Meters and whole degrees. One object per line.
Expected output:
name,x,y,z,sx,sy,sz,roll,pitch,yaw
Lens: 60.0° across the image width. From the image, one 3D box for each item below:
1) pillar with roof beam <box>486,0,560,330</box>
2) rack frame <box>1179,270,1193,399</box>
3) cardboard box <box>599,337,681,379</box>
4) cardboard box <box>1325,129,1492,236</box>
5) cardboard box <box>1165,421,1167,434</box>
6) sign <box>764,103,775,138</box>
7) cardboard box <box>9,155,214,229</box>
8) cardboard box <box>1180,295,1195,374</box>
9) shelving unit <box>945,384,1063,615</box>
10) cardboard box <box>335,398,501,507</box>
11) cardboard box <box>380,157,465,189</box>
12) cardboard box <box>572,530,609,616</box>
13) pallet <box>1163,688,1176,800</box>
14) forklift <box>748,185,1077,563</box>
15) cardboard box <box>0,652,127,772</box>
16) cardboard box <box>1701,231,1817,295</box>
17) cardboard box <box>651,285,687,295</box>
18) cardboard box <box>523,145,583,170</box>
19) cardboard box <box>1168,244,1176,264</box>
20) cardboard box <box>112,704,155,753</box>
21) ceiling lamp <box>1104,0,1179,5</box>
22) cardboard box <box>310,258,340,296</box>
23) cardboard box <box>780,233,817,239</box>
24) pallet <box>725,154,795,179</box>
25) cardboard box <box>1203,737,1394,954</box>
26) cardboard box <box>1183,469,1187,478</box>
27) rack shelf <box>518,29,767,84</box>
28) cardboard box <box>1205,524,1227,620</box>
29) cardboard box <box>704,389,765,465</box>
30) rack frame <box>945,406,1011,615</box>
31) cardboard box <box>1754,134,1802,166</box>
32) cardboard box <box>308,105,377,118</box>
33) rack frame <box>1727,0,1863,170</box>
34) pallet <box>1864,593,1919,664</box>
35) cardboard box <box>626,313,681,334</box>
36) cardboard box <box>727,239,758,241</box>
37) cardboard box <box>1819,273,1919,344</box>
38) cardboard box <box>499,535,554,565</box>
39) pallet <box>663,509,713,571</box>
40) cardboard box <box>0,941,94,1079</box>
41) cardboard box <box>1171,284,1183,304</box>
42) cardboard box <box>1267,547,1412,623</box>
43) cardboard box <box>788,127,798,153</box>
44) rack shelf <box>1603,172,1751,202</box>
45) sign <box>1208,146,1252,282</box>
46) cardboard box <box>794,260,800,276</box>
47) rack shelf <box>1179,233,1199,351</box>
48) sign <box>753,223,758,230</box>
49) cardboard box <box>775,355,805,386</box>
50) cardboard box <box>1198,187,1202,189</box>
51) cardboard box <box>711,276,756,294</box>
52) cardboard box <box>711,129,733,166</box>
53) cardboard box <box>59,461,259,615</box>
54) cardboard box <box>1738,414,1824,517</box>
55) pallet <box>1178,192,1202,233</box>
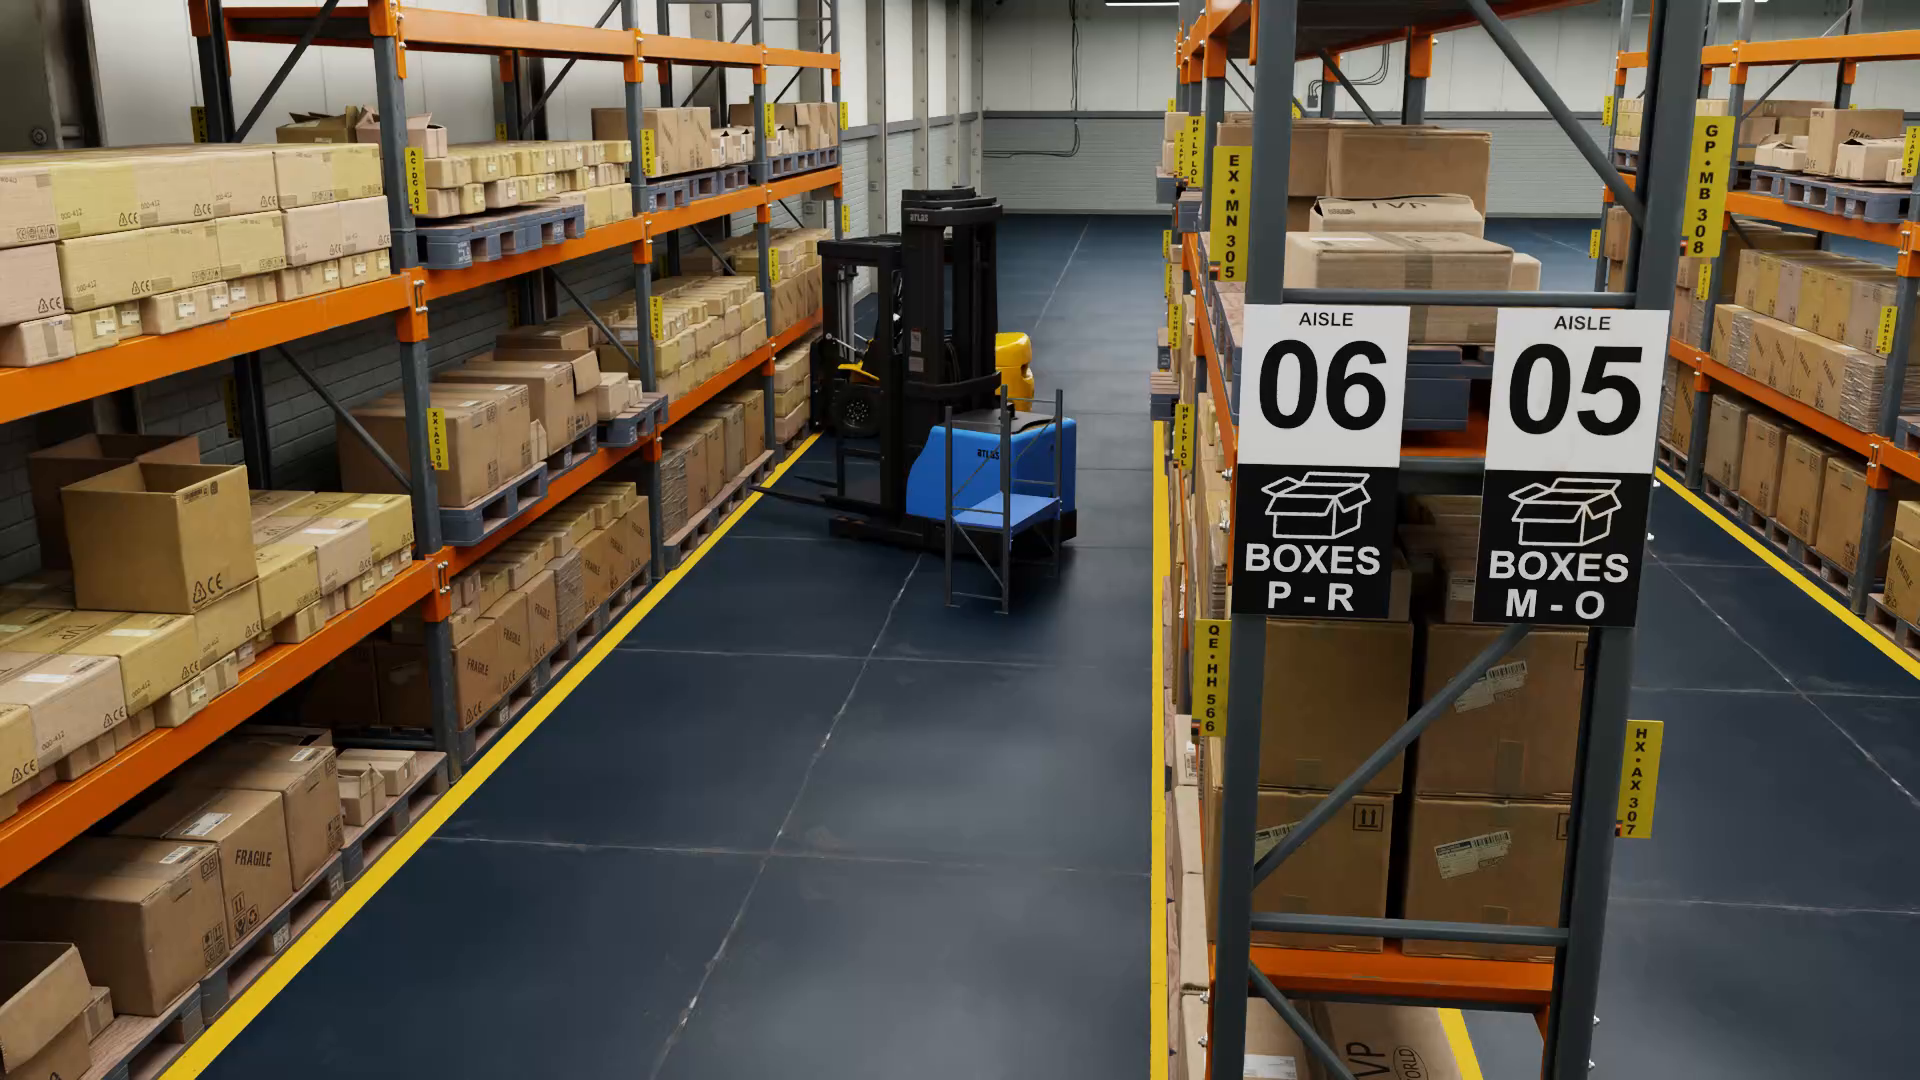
pillar with roof beam,0.702,-4.295,12.805,9.100,9.000,0.400,2,15,6
rack frame,2.106,-1.016,12.171,1.000,3.000,0.127,2,15,6
cardboard box,-2.509,-1.437,13.059,0.500,0.250,0.500,2,15,6
cardboard box,1.580,-1.206,5.943,0.500,0.500,0.500,2,15,7
cardboard box,2.407,-1.228,17.420,0.500,0.250,0.500,1,15,5
sign,-1.835,-4.034,15.995,0.100,0.325,0.005,2,15,6
cardboard box,-3.263,-1.349,6.417,0.500,0.250,0.500,2,15,8
cardboard box,1.807,-1.426,11.581,0.500,0.500,0.500,1,15,4
shelving unit,0.338,-0.329,12.507,0.538,1.500,1.048,7,17,24
cardboard box,-3.001,-0.493,9.244,0.700,0.500,0.500,2,15,8
cardboard box,-2.808,-1.909,8.645,0.380,0.149,0.250,2,15,8
cardboard box,-2.784,0.224,11.570,0.500,0.500,0.500,2,15,9
pallet,1.667,1.166,9.447,1.003,0.211,1.213,2,15,6
forklift,-0.509,-1.512,14.139,3.031,2.935,1.130,11,19,35
cardboard box,-3.354,0.602,5.905,0.500,0.250,0.500,2,15,7
cardboard box,7.563,-2.622,15.755,0.875,0.550,0.550,2,15,6
cardboard box,-2.748,-2.275,15.395,0.380,0.149,0.250,2,15,6
cardboard box,-2.692,-2.504,10.881,0.380,0.149,0.250,1,15,5
cardboard box,2.679,-3.168,19.369,0.500,0.500,0.500,1,15,5
cardboard box,-3.328,0.689,6.349,0.380,0.149,0.250,2,15,7
ceiling lamp,4.770,-15.434,42.818,2.000,3.185,0.800,2,15,6
cardboard box,-3.095,-1.215,7.645,0.380,0.149,0.250,2,15,8
cardboard box,-1.856,-3.446,19.154,0.380,0.149,0.250,2,15,7
pallet,-2.305,-3.825,16.986,1.003,0.211,1.213,2,15,6
cardboard box,0.995,0.878,4.976,0.500,0.500,0.500,2,15,7
cardboard box,1.564,-0.533,9.716,0.500,0.250,0.500,2,15,8
rack shelf,-2.601,-4.035,13.990,1.077,0.370,4.000,2,15,6
cardboard box,1.051,0.260,5.347,0.500,0.500,0.500,2,15,6
cardboard box,-2.423,-1.119,16.299,0.875,0.625,0.625,2,15,9
rack frame,0.128,-0.209,12.060,0.500,1.500,0.032,7,17,24
cardboard box,7.171,-3.418,14.572,0.258,0.266,0.396,1,15,5
cardboard box,-3.315,-2.196,8.910,0.396,0.266,0.258,2,15,6
rack frame,7.487,-4.829,14.783,1.000,3.000,0.127,2,15,6
pallet,6.946,0.653,11.344,1.003,0.211,1.213,2,15,6
cardboard box,-2.466,-1.733,13.390,0.380,0.149,0.250,2,15,8
cardboard box,-2.377,-3.260,18.466,0.380,0.149,0.250,2,15,7
cardboard box,7.208,-1.807,12.993,0.700,0.500,0.500,1,15,5
cardboard box,-2.887,0.071,10.895,0.380,0.149,0.250,2,15,6
pallet,-2.695,-0.027,13.858,1.003,0.211,1.213,2,15,6
cardboard box,-3.566,1.761,5.883,0.797,0.503,0.637,1,15,4
cardboard box,1.984,-1.802,13.512,0.500,0.500,0.500,1,15,2
cardboard box,1.045,0.116,4.636,0.380,0.149,0.250,2,15,7
cardboard box,-1.906,-4.208,17.494,0.396,0.266,0.258,1,15,5
rack shelf,7.713,-3.553,17.186,1.077,0.370,4.000,2,15,6
sign,0.665,-0.798,4.074,0.100,0.325,0.005,2,15,6
cardboard box,-1.916,-2.900,17.706,0.380,0.149,0.250,2,15,6
rack shelf,1.880,-1.598,9.955,1.077,0.370,4.000,2,15,6
sign,-2.475,-3.710,20.325,0.100,0.325,0.005,2,15,6
cardboard box,-1.941,-1.805,17.638,0.500,0.250,0.500,2,15,6
cardboard box,2.250,-2.910,13.233,0.797,0.503,0.637,2,15,6
cardboard box,-2.193,-2.465,16.096,0.380,0.149,0.250,2,15,8
cardboard box,-2.301,-3.460,14.640,0.500,0.311,0.500,1,15,4
cardboard box,-3.242,-0.018,6.763,0.500,0.500,0.500,2,15,8
cardboard box,7.394,-0.636,14.275,1.050,0.750,0.750,2,15,6
pallet,2.086,-2.204,11.181,1.213,0.211,1.003,2,15,9
